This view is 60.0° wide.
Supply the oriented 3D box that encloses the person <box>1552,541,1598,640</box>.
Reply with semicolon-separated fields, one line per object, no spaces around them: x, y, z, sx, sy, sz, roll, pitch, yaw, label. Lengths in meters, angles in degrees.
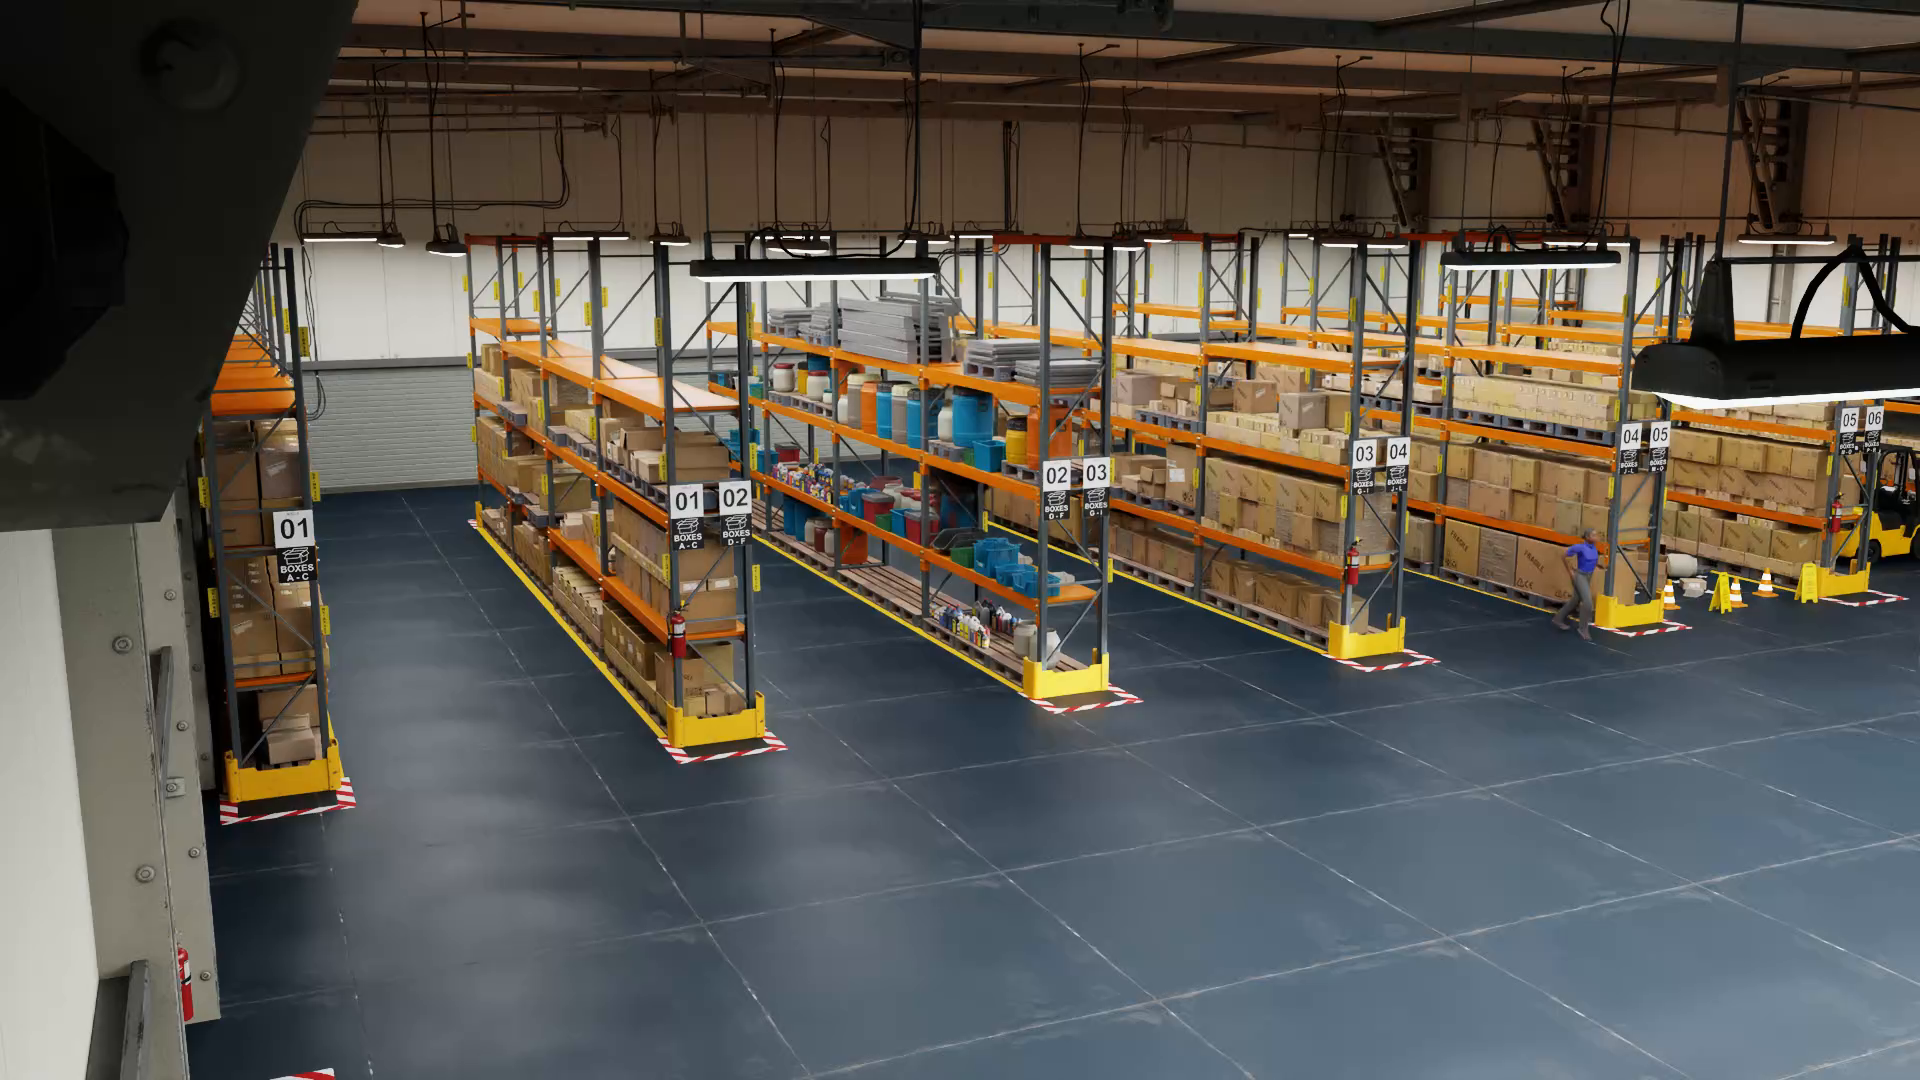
9.537;0.744;25.594;0.565;1.500;0.775;-10;15;-41;person
